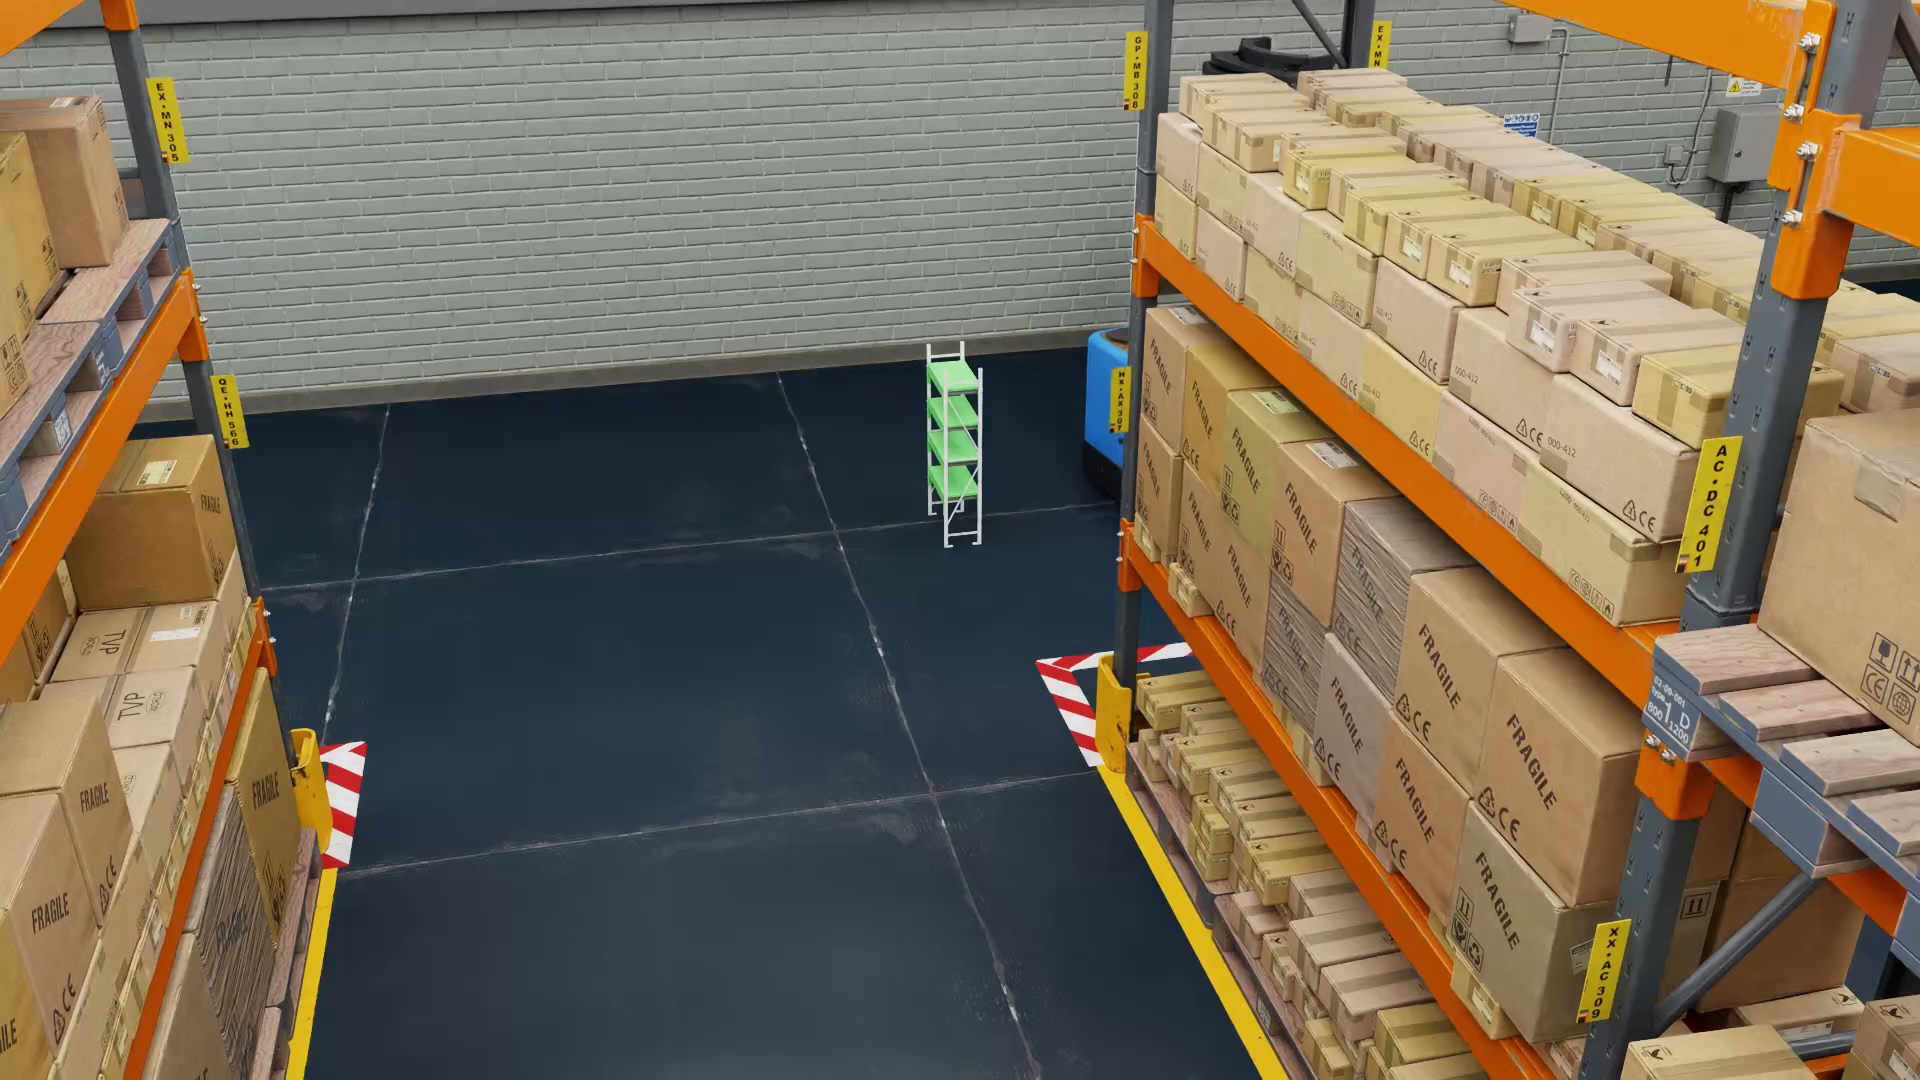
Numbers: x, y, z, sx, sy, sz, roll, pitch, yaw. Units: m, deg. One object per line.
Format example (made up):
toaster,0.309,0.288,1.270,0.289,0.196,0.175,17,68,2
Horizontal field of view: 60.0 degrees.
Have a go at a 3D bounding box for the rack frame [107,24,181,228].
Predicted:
rack frame,-3.576,-2.539,5.793,1.000,3.000,0.127,-6,27,-12

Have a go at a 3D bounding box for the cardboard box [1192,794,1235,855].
cardboard box,1.247,1.237,7.339,0.380,0.149,0.250,-5,27,-10

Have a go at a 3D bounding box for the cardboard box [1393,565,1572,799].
cardboard box,1.689,0.407,5.064,0.500,0.500,0.500,-7,28,-13

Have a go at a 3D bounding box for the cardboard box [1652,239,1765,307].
cardboard box,2.196,-0.735,4.718,0.380,0.149,0.250,-7,28,-13

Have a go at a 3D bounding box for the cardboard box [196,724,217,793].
cardboard box,-2.944,0.823,6.070,0.380,0.149,0.250,-7,28,-13

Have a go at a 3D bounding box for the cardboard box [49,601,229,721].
cardboard box,-3.095,0.482,6.302,0.500,0.250,0.500,-6,27,-12

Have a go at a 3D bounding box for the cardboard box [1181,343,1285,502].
cardboard box,1.241,-0.499,6.858,0.500,0.500,0.500,-5,27,-10

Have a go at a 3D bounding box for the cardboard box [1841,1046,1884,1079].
cardboard box,2.462,1.383,4.164,0.380,0.149,0.250,-5,27,-10

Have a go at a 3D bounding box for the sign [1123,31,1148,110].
sign,0.750,-1.994,7.073,0.100,0.325,0.005,-6,27,-12

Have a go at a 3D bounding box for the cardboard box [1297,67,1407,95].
cardboard box,1.640,-1.877,6.980,0.380,0.149,0.250,-6,27,-12

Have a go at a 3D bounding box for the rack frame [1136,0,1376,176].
rack frame,1.279,-2.998,6.703,1.000,3.000,0.127,-6,27,-12

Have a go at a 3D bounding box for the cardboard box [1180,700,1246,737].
cardboard box,1.245,0.873,7.729,0.380,0.149,0.250,-5,27,-11

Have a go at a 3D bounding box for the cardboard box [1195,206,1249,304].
cardboard box,1.245,-1.137,6.512,0.500,0.250,0.500,-5,27,-10

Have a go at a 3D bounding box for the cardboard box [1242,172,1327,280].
cardboard box,1.345,-1.144,5.970,0.500,0.250,0.500,-6,27,-11

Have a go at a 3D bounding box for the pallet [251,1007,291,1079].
pallet,-3.048,2.262,6.034,1.003,0.211,1.213,-6,27,-12

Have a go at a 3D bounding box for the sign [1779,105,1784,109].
sign,7.299,-3.588,14.635,0.329,0.494,0.001,-6,27,-12

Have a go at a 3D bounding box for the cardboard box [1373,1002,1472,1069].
cardboard box,1.705,1.788,5.917,0.380,0.149,0.250,-5,27,-10

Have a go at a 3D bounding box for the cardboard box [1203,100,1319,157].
cardboard box,1.160,-1.588,6.407,0.380,0.149,0.250,-6,27,-12

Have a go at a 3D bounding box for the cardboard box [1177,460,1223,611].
cardboard box,1.256,-0.040,7.059,0.500,0.500,0.500,-6,27,-11

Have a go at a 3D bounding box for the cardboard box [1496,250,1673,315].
cardboard box,1.734,-0.692,4.632,0.380,0.149,0.250,-5,27,-10

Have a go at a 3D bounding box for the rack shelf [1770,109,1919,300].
rack shelf,2.631,0.136,1.737,1.077,0.370,4.000,-6,27,-12

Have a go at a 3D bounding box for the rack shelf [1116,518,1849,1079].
rack shelf,1.730,0.879,6.477,1.077,0.370,4.000,-6,27,-12

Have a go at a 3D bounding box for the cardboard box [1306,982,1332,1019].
cardboard box,1.571,1.700,6.421,0.380,0.149,0.250,-7,28,-14

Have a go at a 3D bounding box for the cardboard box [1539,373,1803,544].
cardboard box,1.829,-0.236,4.171,0.500,0.250,0.500,-7,28,-14

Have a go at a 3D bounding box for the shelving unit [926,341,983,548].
shelving unit,-0.037,-0.608,10.624,0.258,1.200,0.503,-6,27,-12

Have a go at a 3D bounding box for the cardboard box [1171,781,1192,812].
cardboard box,1.224,1.134,7.871,0.380,0.149,0.250,-6,27,-12

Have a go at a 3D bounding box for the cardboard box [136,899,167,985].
cardboard box,-2.710,1.275,5.174,0.380,0.149,0.250,-6,27,-11

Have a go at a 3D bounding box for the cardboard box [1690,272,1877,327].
cardboard box,2.210,-0.617,4.483,0.380,0.149,0.250,-6,27,-12

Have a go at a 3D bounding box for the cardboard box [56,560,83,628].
cardboard box,-3.731,0.312,6.640,0.500,0.250,0.500,-7,28,-13

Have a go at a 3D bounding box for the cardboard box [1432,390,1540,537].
cardboard box,1.705,-0.244,4.743,0.500,0.250,0.500,-6,27,-12

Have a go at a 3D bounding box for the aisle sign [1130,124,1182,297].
aisle sign,0.970,-1.482,7.472,0.394,0.787,0.004,-6,27,-12

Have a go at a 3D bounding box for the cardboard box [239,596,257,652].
cardboard box,-3.175,0.374,6.958,0.380,0.149,0.250,-5,27,-11

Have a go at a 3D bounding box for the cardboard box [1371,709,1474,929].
cardboard box,1.680,0.847,5.302,0.500,0.500,0.500,-7,28,-13

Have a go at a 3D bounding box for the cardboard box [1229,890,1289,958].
cardboard box,1.359,1.587,6.975,0.380,0.149,0.250,-7,28,-14

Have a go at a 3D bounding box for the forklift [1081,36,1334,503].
forklift,2.403,-1.817,11.098,3.031,2.935,1.130,-11,29,-22

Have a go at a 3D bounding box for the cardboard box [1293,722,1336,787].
cardboard box,1.465,0.768,6.179,0.380,0.149,0.250,-5,27,-11

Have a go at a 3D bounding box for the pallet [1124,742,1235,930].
pallet,1.445,1.319,7.903,1.003,0.211,1.213,-6,27,-12

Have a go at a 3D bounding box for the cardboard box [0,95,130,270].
cardboard box,-3.407,-1.254,5.888,0.700,0.500,0.500,-8,28,-15

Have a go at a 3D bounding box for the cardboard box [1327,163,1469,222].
cardboard box,1.451,-1.143,5.526,0.380,0.149,0.250,-5,27,-10

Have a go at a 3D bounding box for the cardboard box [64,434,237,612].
cardboard box,-3.211,-0.074,6.572,0.500,0.500,0.500,-6,27,-11

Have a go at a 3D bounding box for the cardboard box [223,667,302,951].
cardboard box,-3.354,1.173,6.988,0.875,0.875,0.875,-6,27,-12

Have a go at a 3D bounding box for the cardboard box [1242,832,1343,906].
cardboard box,1.382,1.340,6.804,0.380,0.149,0.250,-6,27,-11

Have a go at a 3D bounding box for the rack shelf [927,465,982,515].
rack shelf,-0.037,-0.337,10.761,0.258,0.148,0.480,-6,27,-12

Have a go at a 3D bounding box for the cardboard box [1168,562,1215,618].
cardboard box,1.139,0.199,7.306,0.380,0.149,0.250,-7,28,-13

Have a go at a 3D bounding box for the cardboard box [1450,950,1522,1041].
cardboard box,1.724,1.345,5.036,0.380,0.149,0.250,-7,28,-13

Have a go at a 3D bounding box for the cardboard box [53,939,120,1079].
cardboard box,-2.633,1.378,4.527,0.500,0.250,0.500,-6,27,-12

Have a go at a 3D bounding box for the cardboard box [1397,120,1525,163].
cardboard box,1.822,-1.424,6.082,0.380,0.149,0.250,-7,28,-13

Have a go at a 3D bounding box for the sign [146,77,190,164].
sign,-3.045,-1.609,6.384,0.100,0.325,0.005,-6,27,-12
